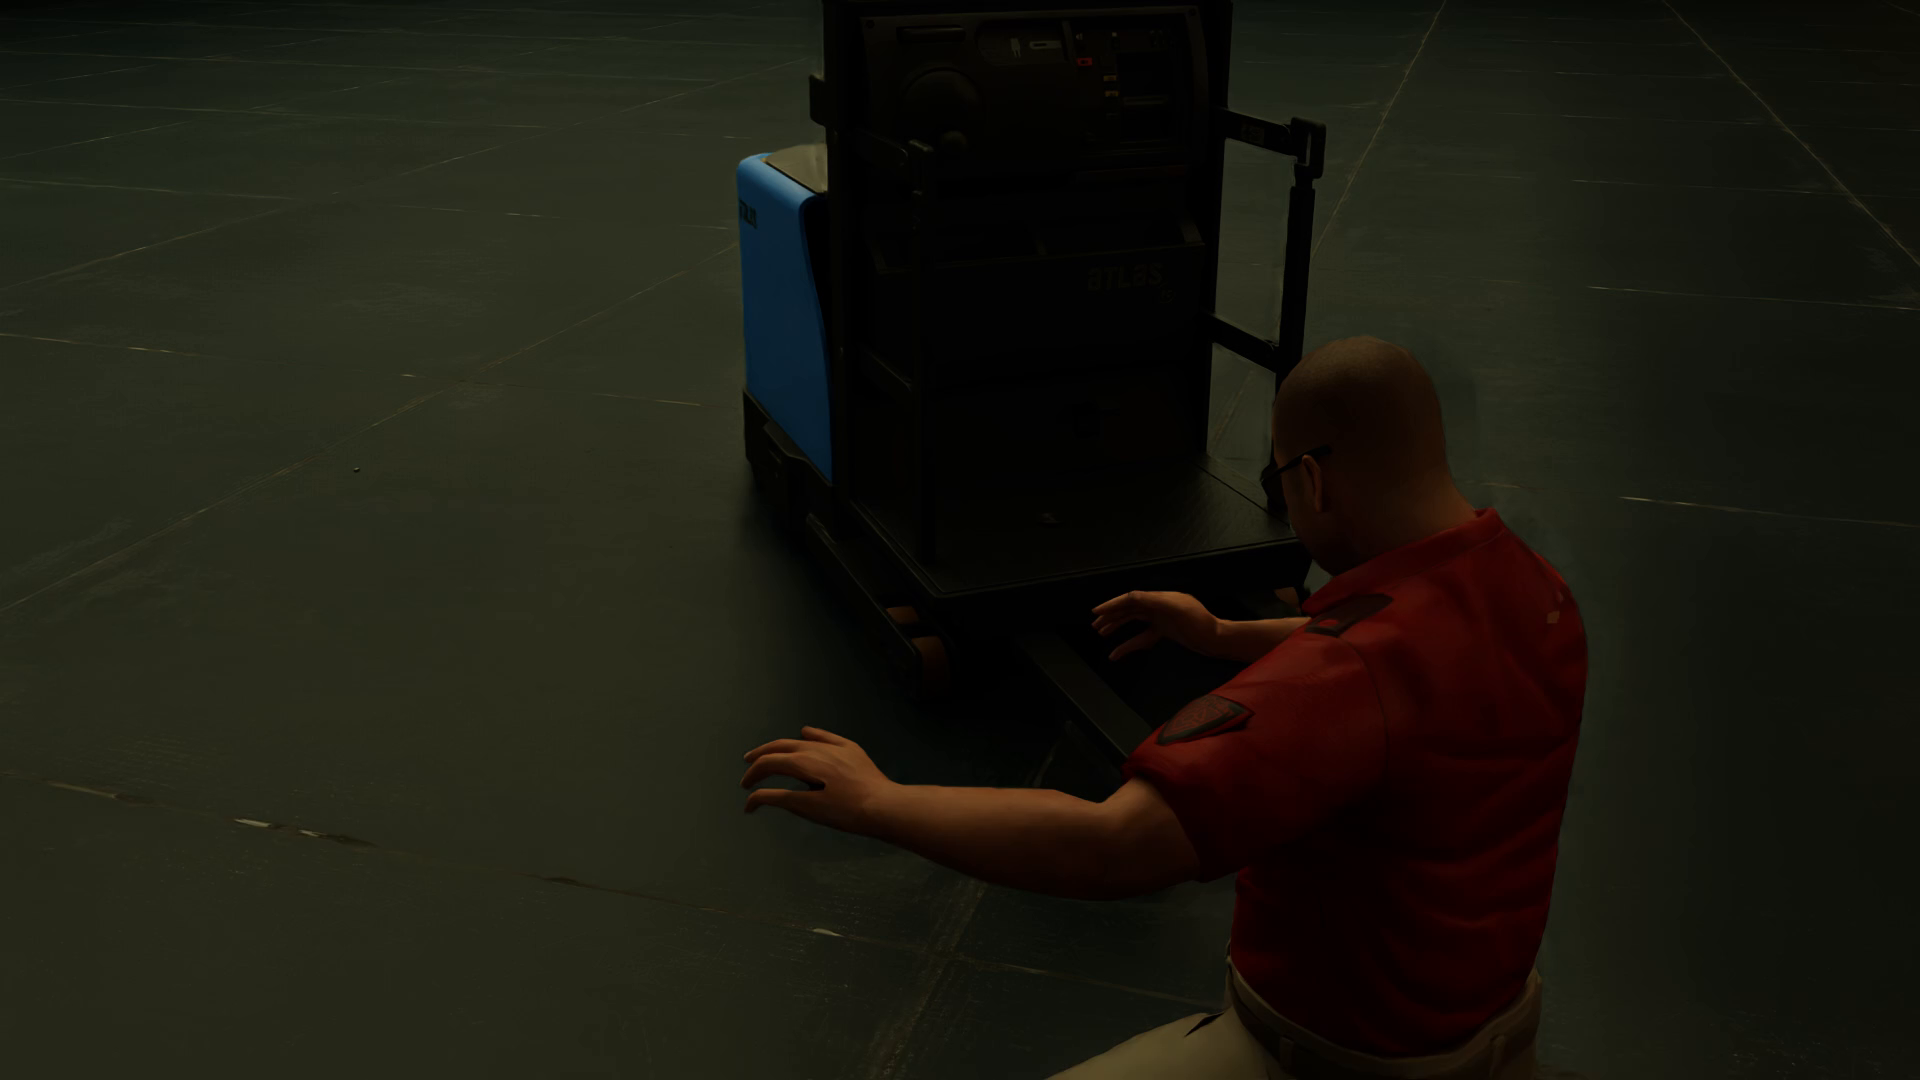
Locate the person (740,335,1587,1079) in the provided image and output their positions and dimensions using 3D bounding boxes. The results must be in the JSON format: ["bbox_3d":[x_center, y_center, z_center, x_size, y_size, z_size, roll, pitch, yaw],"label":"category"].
[{"bbox_3d":[0.303,0.483,1.983,1.114,1.496,0.710,-20,30,-40],"label":"person"}]

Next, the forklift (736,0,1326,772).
[{"bbox_3d":[0.280,-1.132,4.022,1.130,2.935,3.031,-8,24,-19],"label":"forklift"}]
